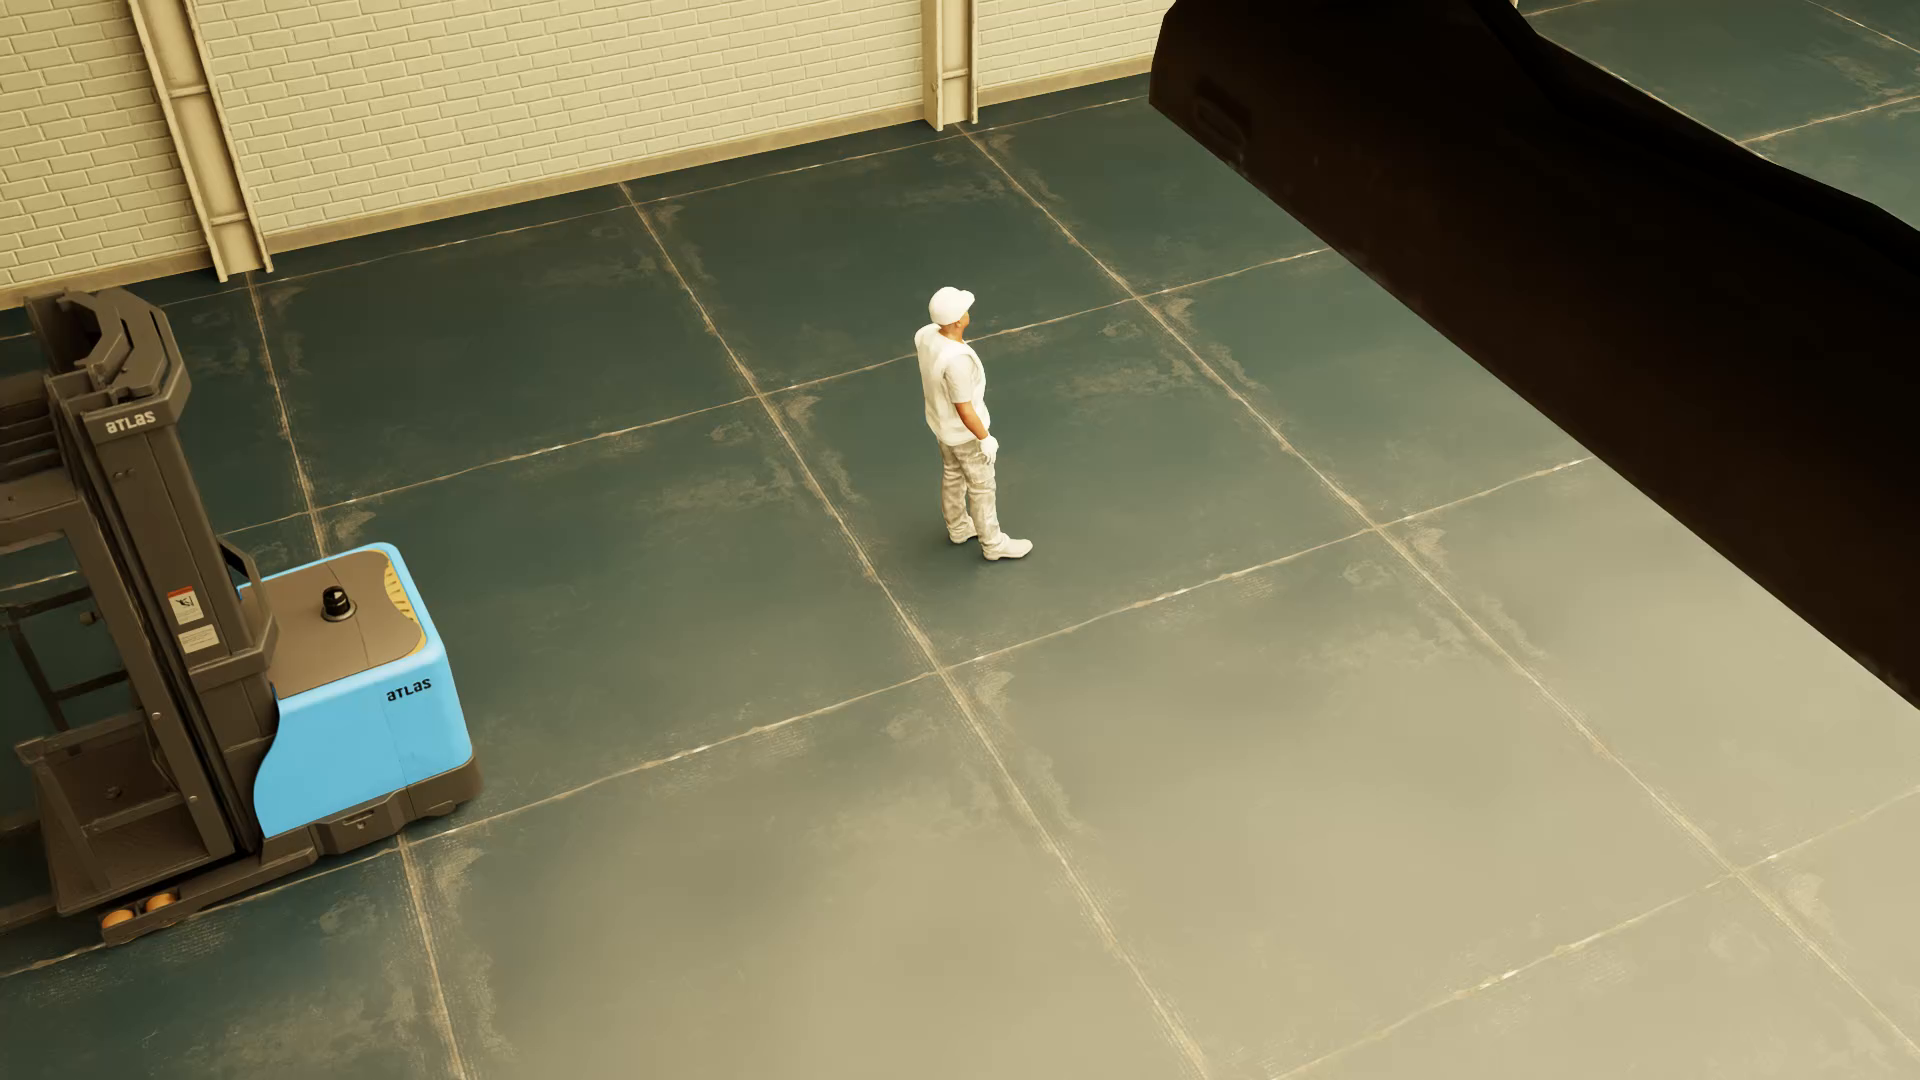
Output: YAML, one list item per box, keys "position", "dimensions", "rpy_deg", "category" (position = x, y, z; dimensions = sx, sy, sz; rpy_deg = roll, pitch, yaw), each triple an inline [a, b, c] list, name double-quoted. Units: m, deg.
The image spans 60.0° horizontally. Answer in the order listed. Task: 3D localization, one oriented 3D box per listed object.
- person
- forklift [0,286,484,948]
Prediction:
- position: [0.069, -0.704, 9.745]
  dimensions: [0.577, 1.782, 0.656]
  rpy_deg: [-17, 43, -19]
  category: "person"
- position: [-4.019, 0.423, 7.509]
  dimensions: [3.031, 2.935, 1.130]
  rpy_deg: [-20, 44, -22]
  category: "forklift"
